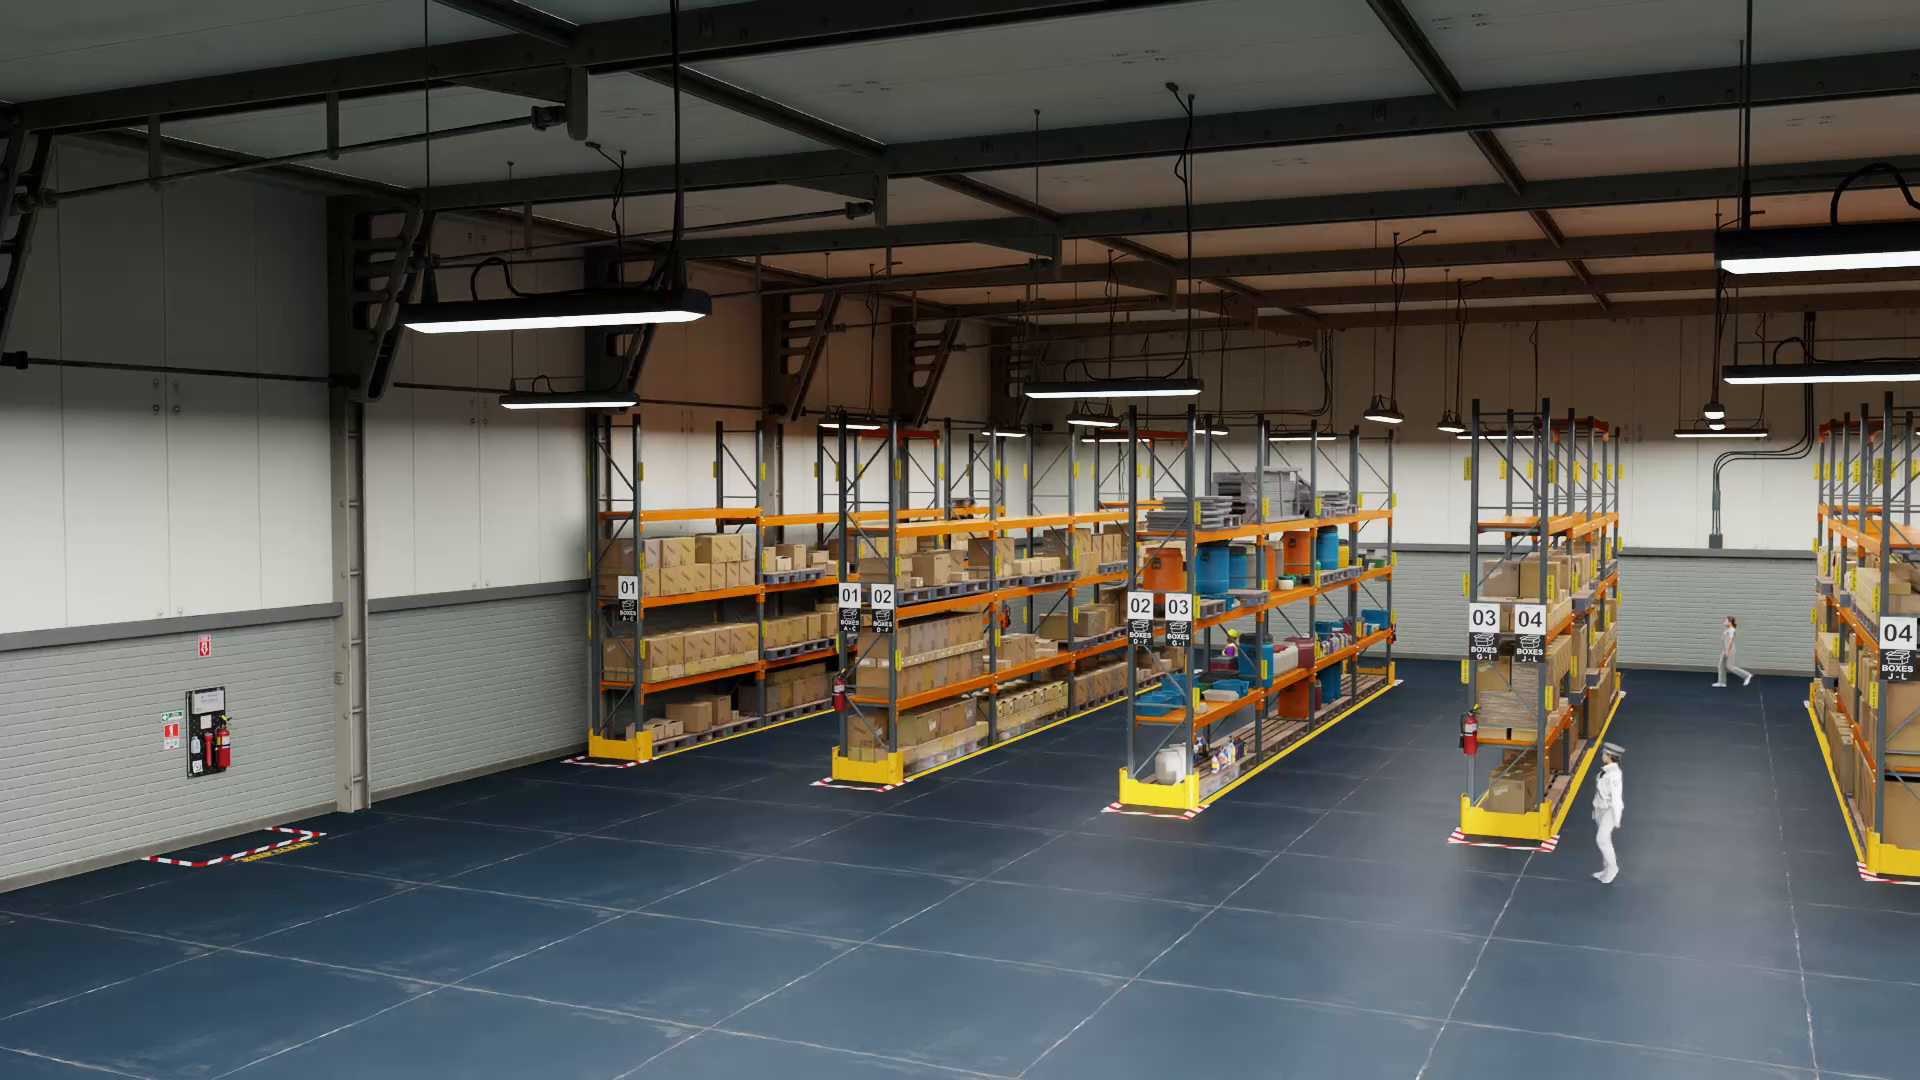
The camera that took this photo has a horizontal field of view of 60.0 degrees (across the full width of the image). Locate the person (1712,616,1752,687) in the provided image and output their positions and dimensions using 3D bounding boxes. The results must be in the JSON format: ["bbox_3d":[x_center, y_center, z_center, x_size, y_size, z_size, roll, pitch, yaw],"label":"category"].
[{"bbox_3d":[17.860,2.590,38.456,0.798,1.649,0.459,0,2,9],"label":"person"}]

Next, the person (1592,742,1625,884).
[{"bbox_3d":[7.878,3.324,20.273,0.445,1.712,0.529,-1,2,-18],"label":"person"}]

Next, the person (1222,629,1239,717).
[{"bbox_3d":[5.541,2.709,34.053,0.417,1.771,0.618,0,2,7],"label":"person"}]
